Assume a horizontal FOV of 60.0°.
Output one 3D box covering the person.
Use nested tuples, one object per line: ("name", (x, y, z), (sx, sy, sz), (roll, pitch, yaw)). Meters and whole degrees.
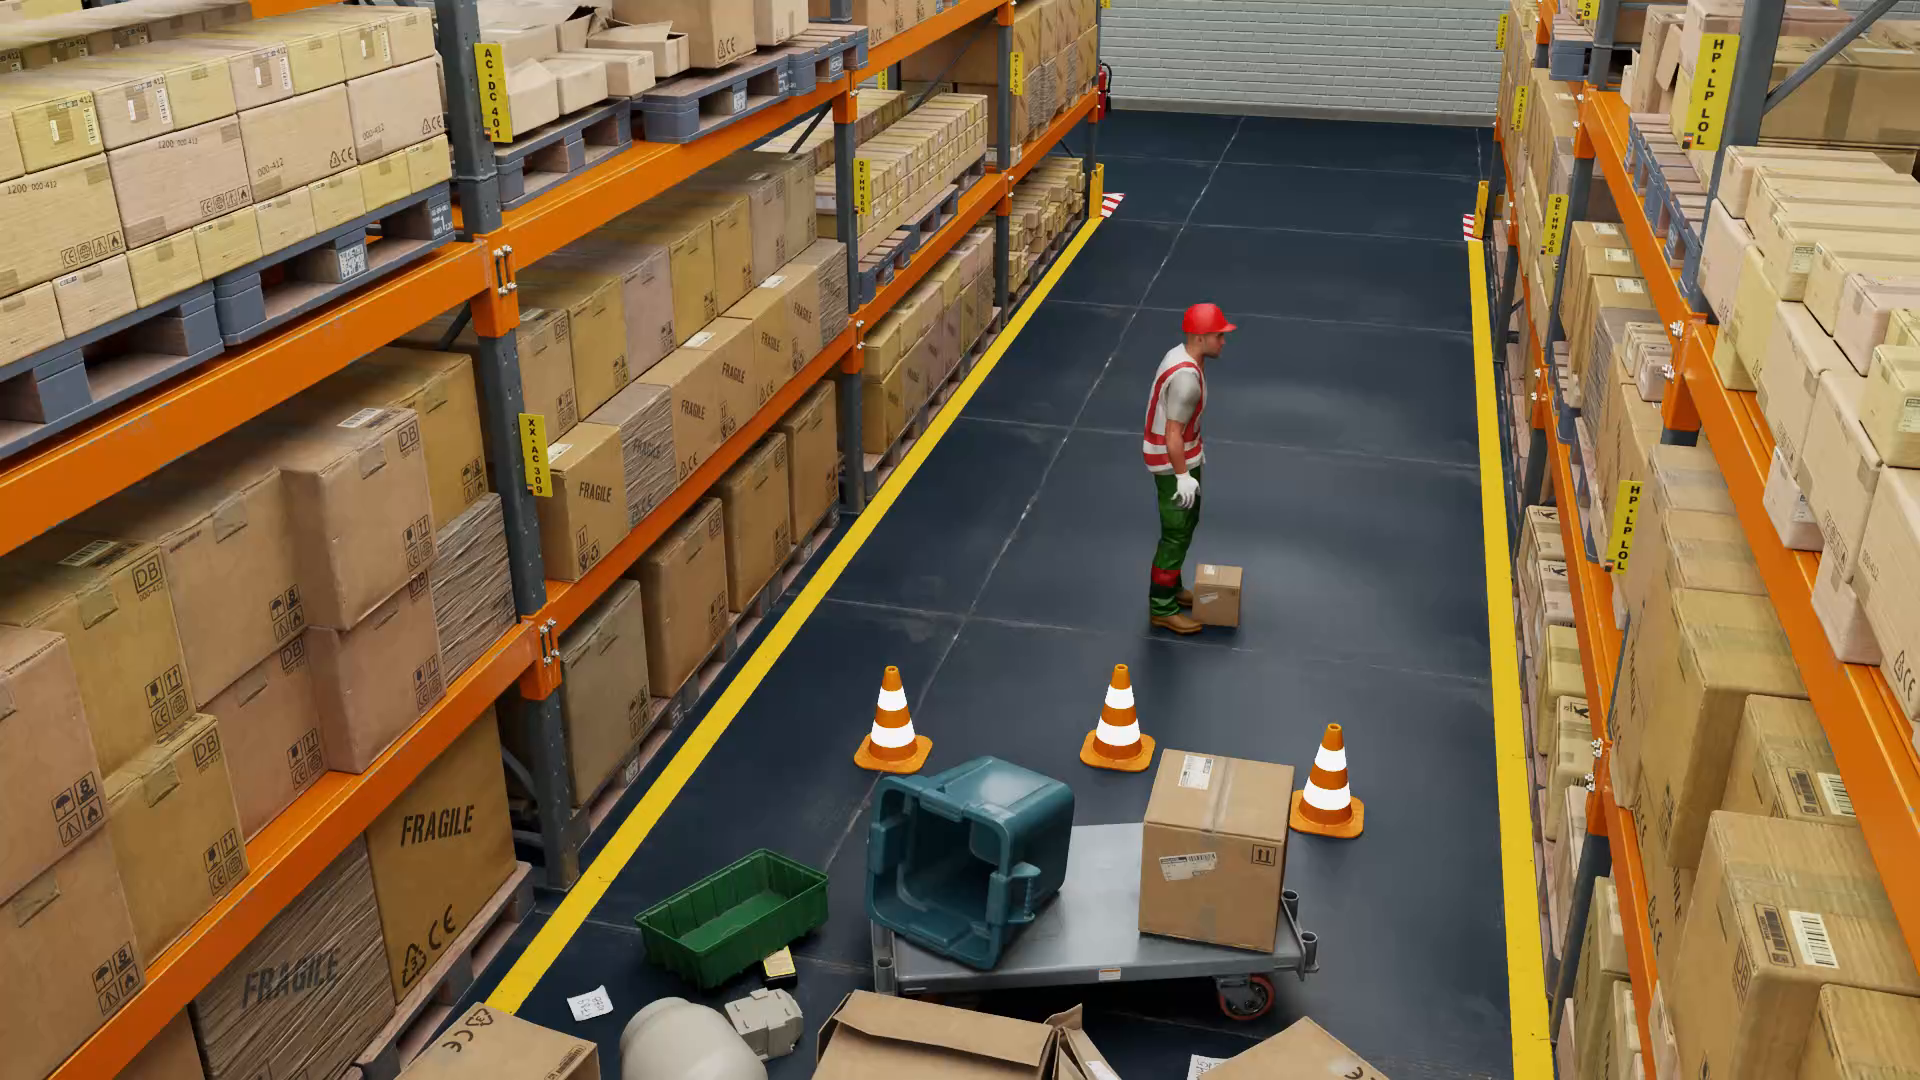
("person", (1.210, -0.410, 8.964), (0.447, 1.780, 0.623), (5, 26, 11))
